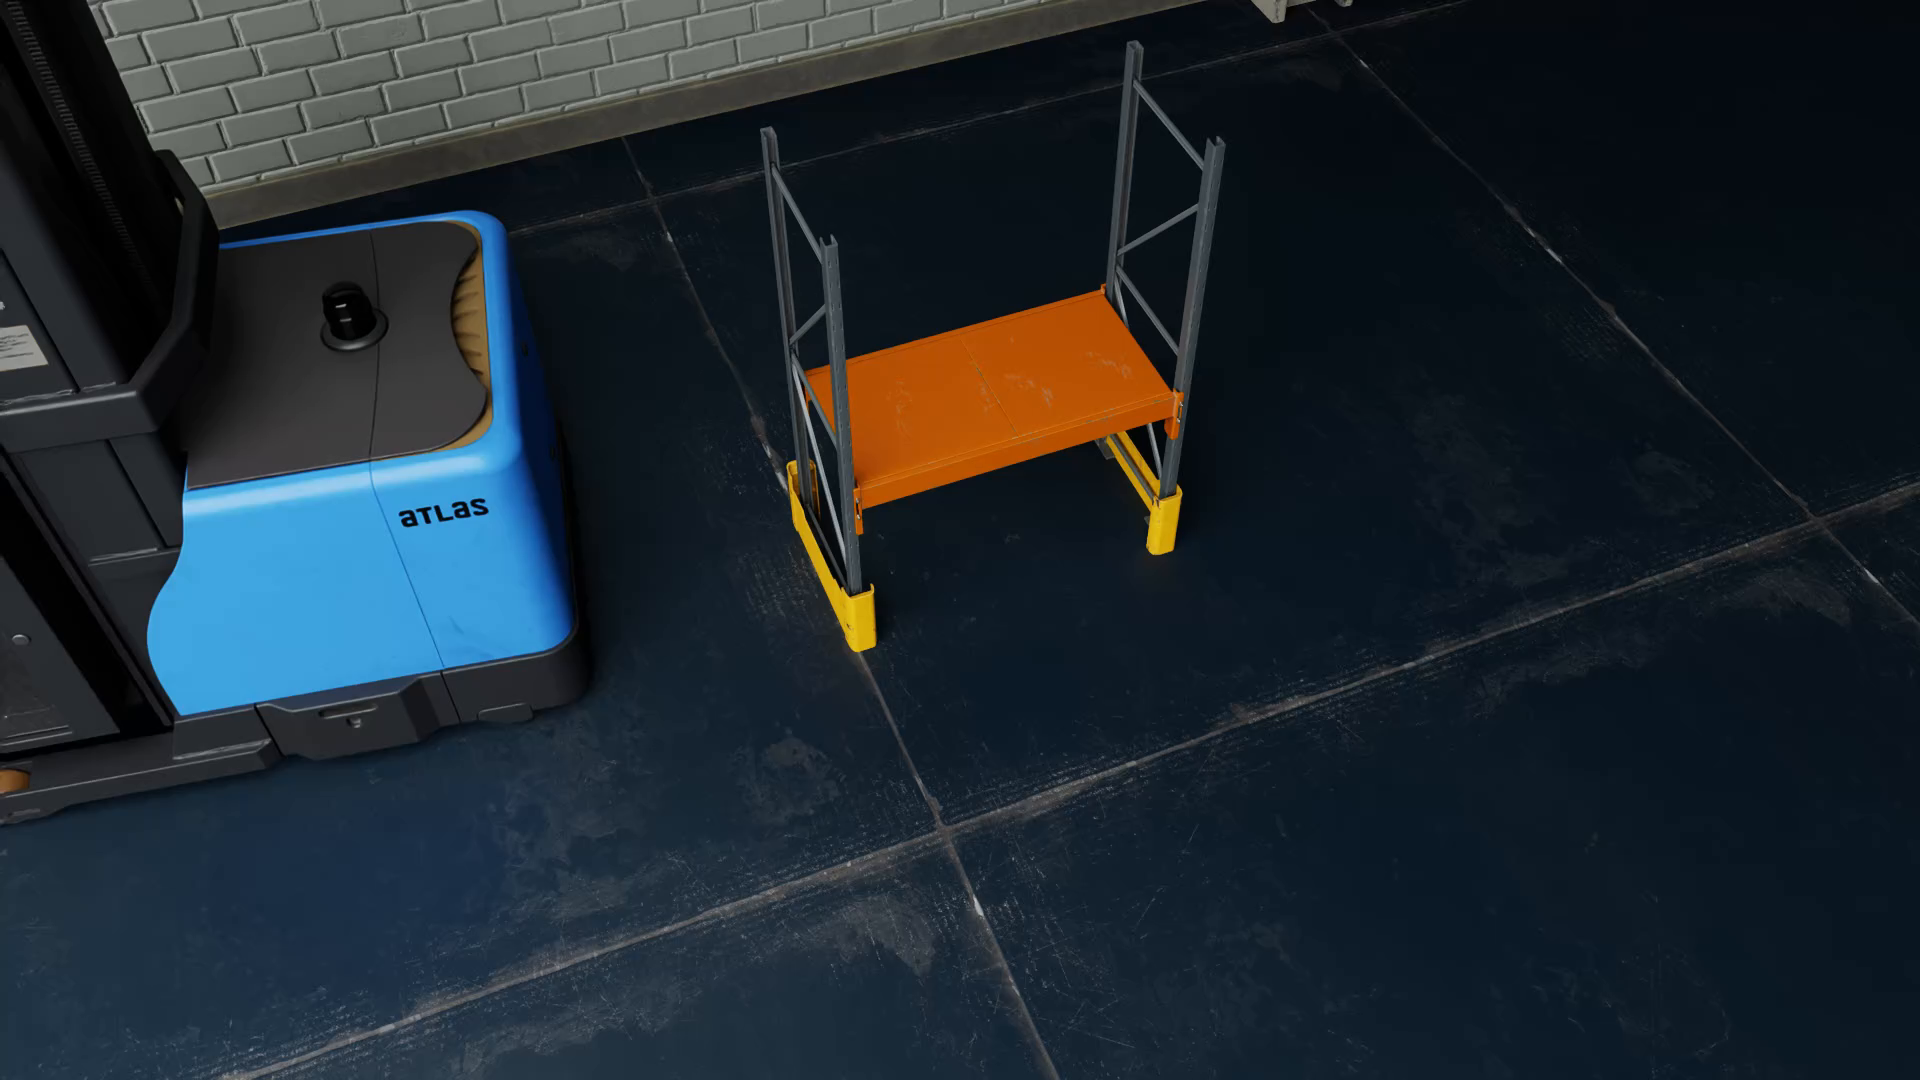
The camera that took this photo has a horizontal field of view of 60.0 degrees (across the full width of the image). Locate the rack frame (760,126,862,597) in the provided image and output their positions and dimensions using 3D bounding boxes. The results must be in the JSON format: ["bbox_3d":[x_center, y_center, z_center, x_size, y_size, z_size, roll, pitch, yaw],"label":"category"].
[{"bbox_3d":[-0.392,-0.367,4.577,0.032,1.500,0.500,-17,52,-14],"label":"rack frame"}]

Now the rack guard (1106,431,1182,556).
[{"bbox_3d":[0.532,-0.246,5.297,0.087,0.250,0.587,-17,52,-14],"label":"rack guard"}]

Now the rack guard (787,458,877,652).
[{"bbox_3d":[-0.390,0.040,5.051,0.087,0.250,0.587,-17,52,-14],"label":"rack guard"}]

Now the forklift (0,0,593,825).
[{"bbox_3d":[-2.636,-0.583,3.819,3.031,2.935,1.130,-10,50,-8],"label":"forklift"}]

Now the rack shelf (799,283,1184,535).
[{"bbox_3d":[0.079,-0.396,4.838,1.000,0.185,0.538,-17,52,-14],"label":"rack shelf"}]

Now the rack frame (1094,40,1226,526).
[{"bbox_3d":[0.550,-0.659,4.827,0.032,1.500,0.500,-17,52,-14],"label":"rack frame"}]

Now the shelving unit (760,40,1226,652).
[{"bbox_3d":[0.071,-0.510,4.700,1.083,1.500,0.587,-17,52,-14],"label":"shelving unit"}]
